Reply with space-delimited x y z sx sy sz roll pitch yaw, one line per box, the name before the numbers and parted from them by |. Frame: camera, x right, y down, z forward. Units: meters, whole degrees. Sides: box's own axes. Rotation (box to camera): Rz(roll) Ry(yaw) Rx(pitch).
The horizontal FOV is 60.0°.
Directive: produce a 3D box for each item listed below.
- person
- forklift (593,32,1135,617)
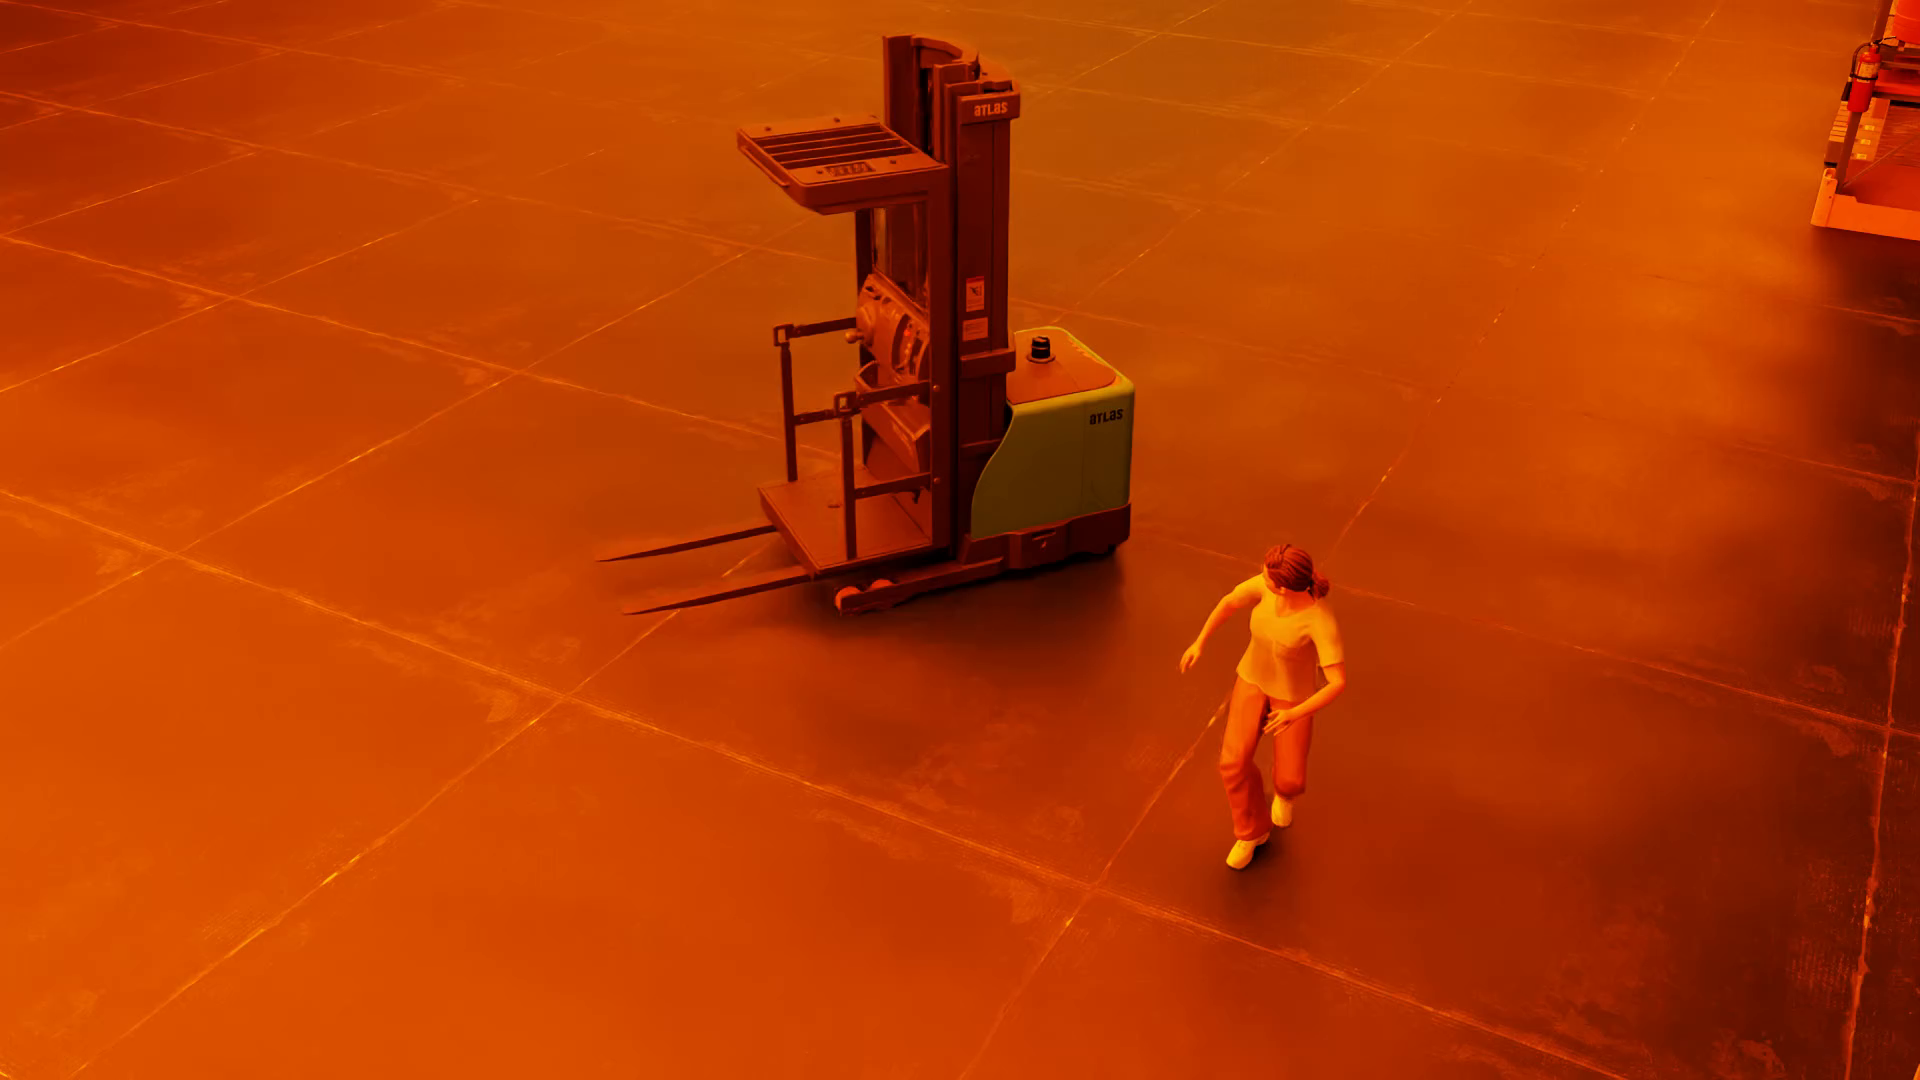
person | 1.307 0.695 7.251 0.774 1.551 0.749 19 35 29
forklift | -0.556 -1.141 9.048 3.031 2.935 1.130 -13 32 -21
